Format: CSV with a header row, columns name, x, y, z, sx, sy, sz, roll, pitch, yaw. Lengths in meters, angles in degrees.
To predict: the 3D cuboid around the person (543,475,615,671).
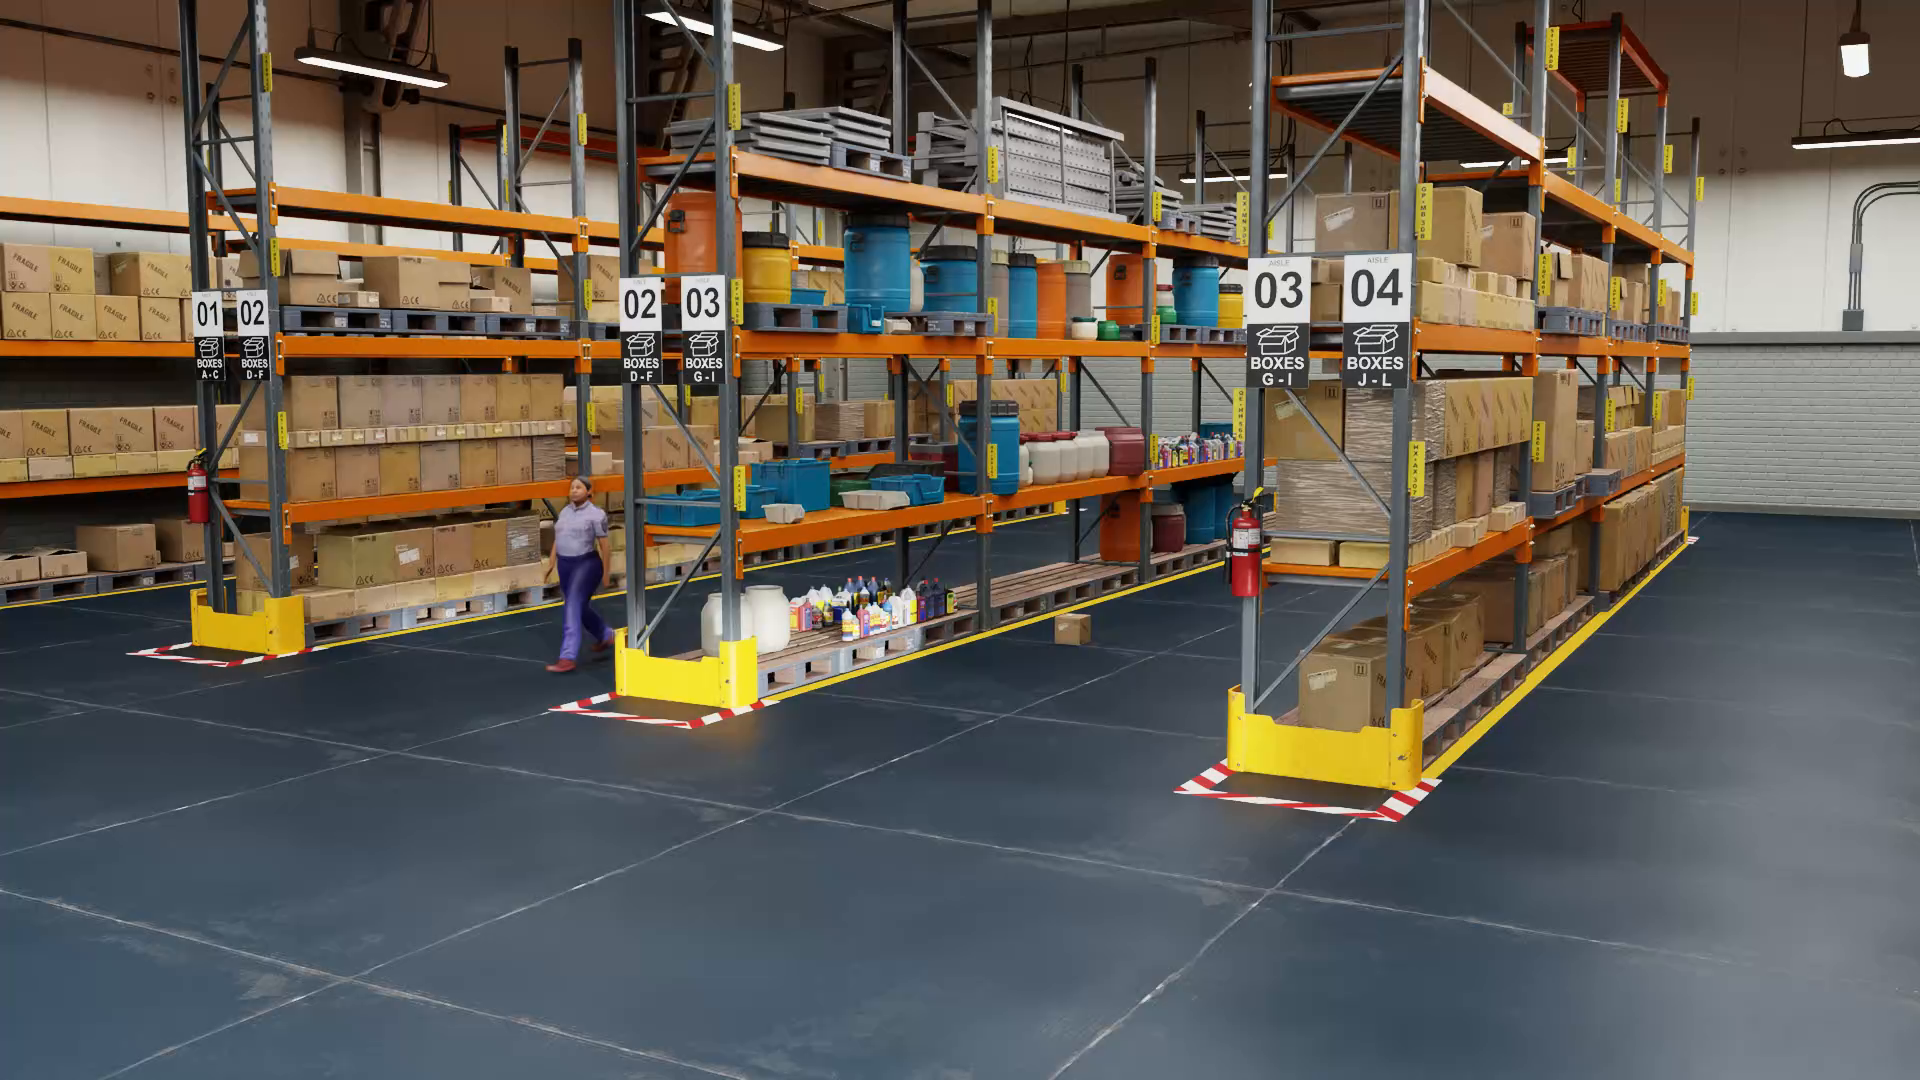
name,x,y,z,sx,sy,sz,roll,pitch,yaw
person,-3.227,0.257,14.068,0.476,1.582,0.978,4,7,32
